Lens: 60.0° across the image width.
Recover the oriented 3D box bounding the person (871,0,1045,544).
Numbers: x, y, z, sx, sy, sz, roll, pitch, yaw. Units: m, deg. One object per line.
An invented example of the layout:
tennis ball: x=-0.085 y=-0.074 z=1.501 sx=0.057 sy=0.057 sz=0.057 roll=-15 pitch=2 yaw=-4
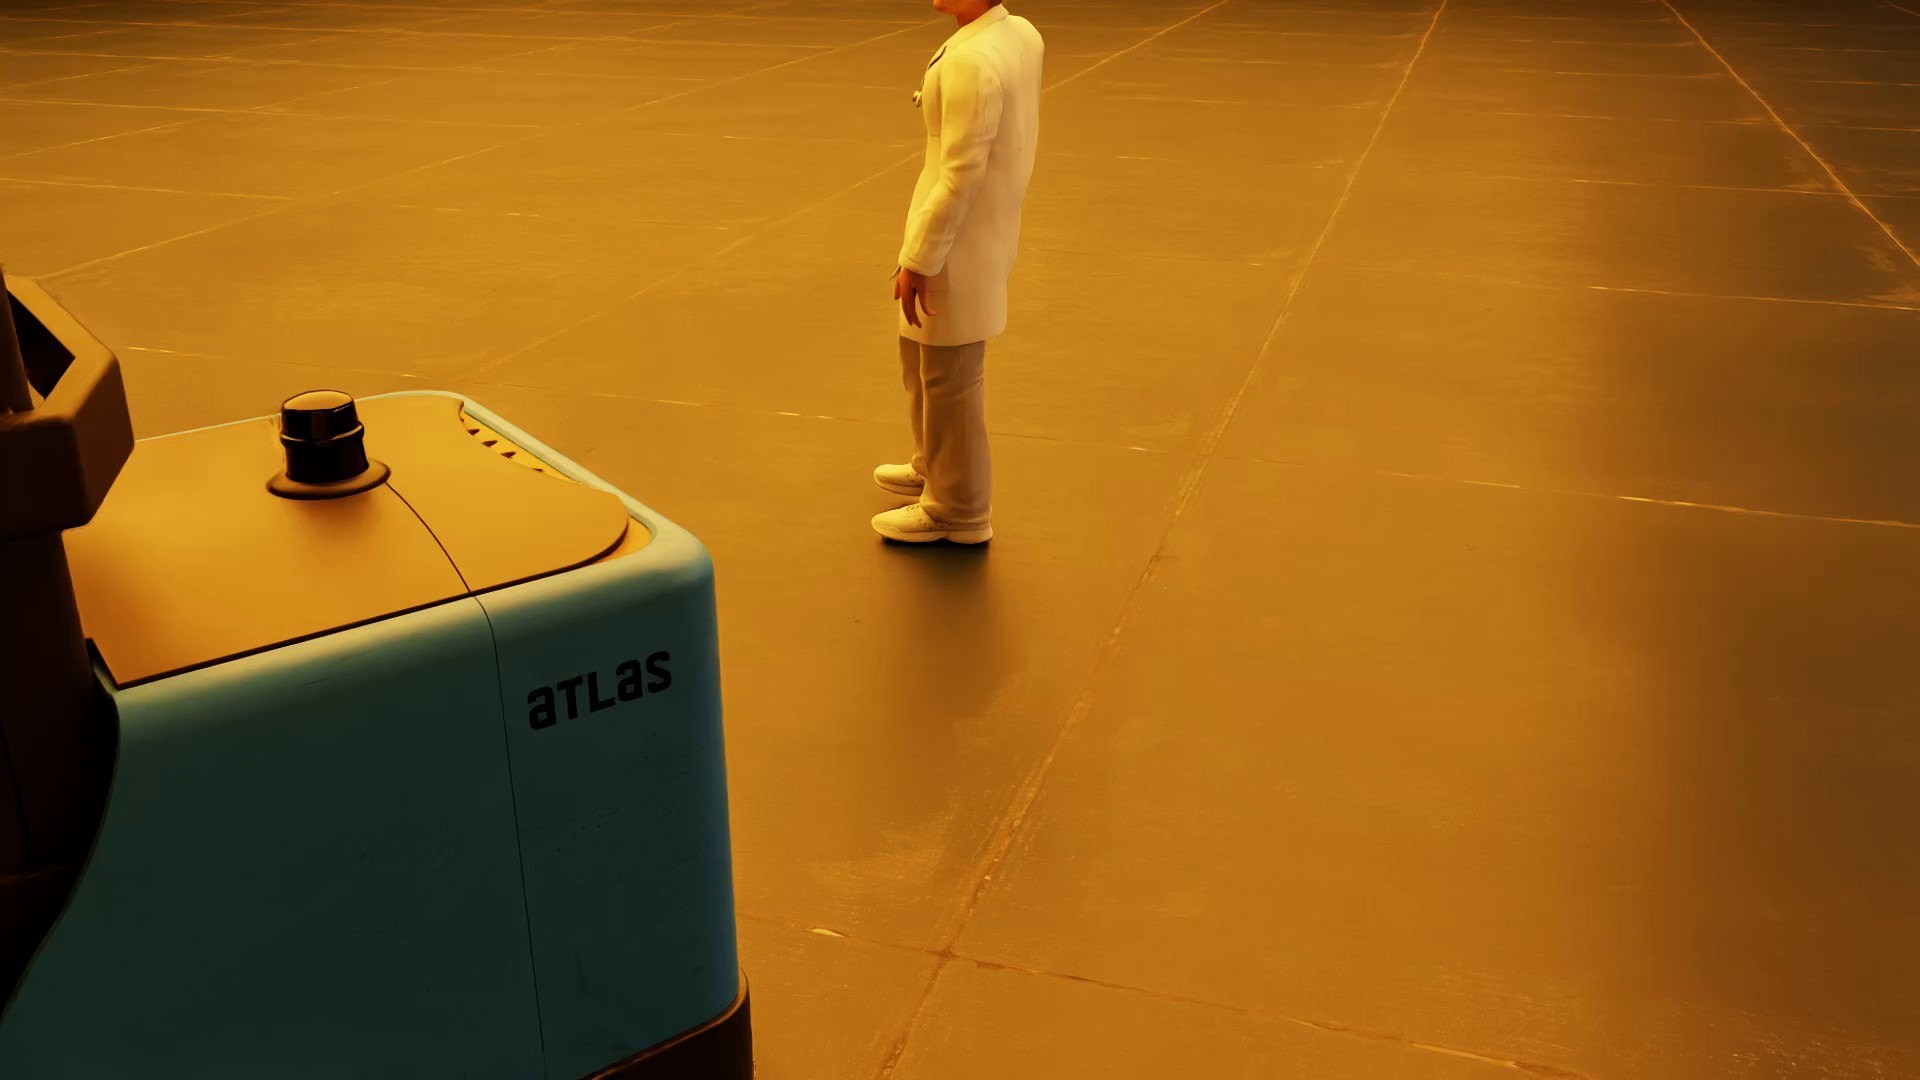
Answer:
person: x=-0.085 y=-0.841 z=4.808 sx=0.582 sy=1.775 sz=0.696 roll=7 pitch=23 yaw=16

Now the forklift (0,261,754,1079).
forklift: x=-1.808 y=-0.161 z=1.669 sx=3.031 sy=2.935 sz=1.130 roll=-16 pitch=28 yaw=-34
